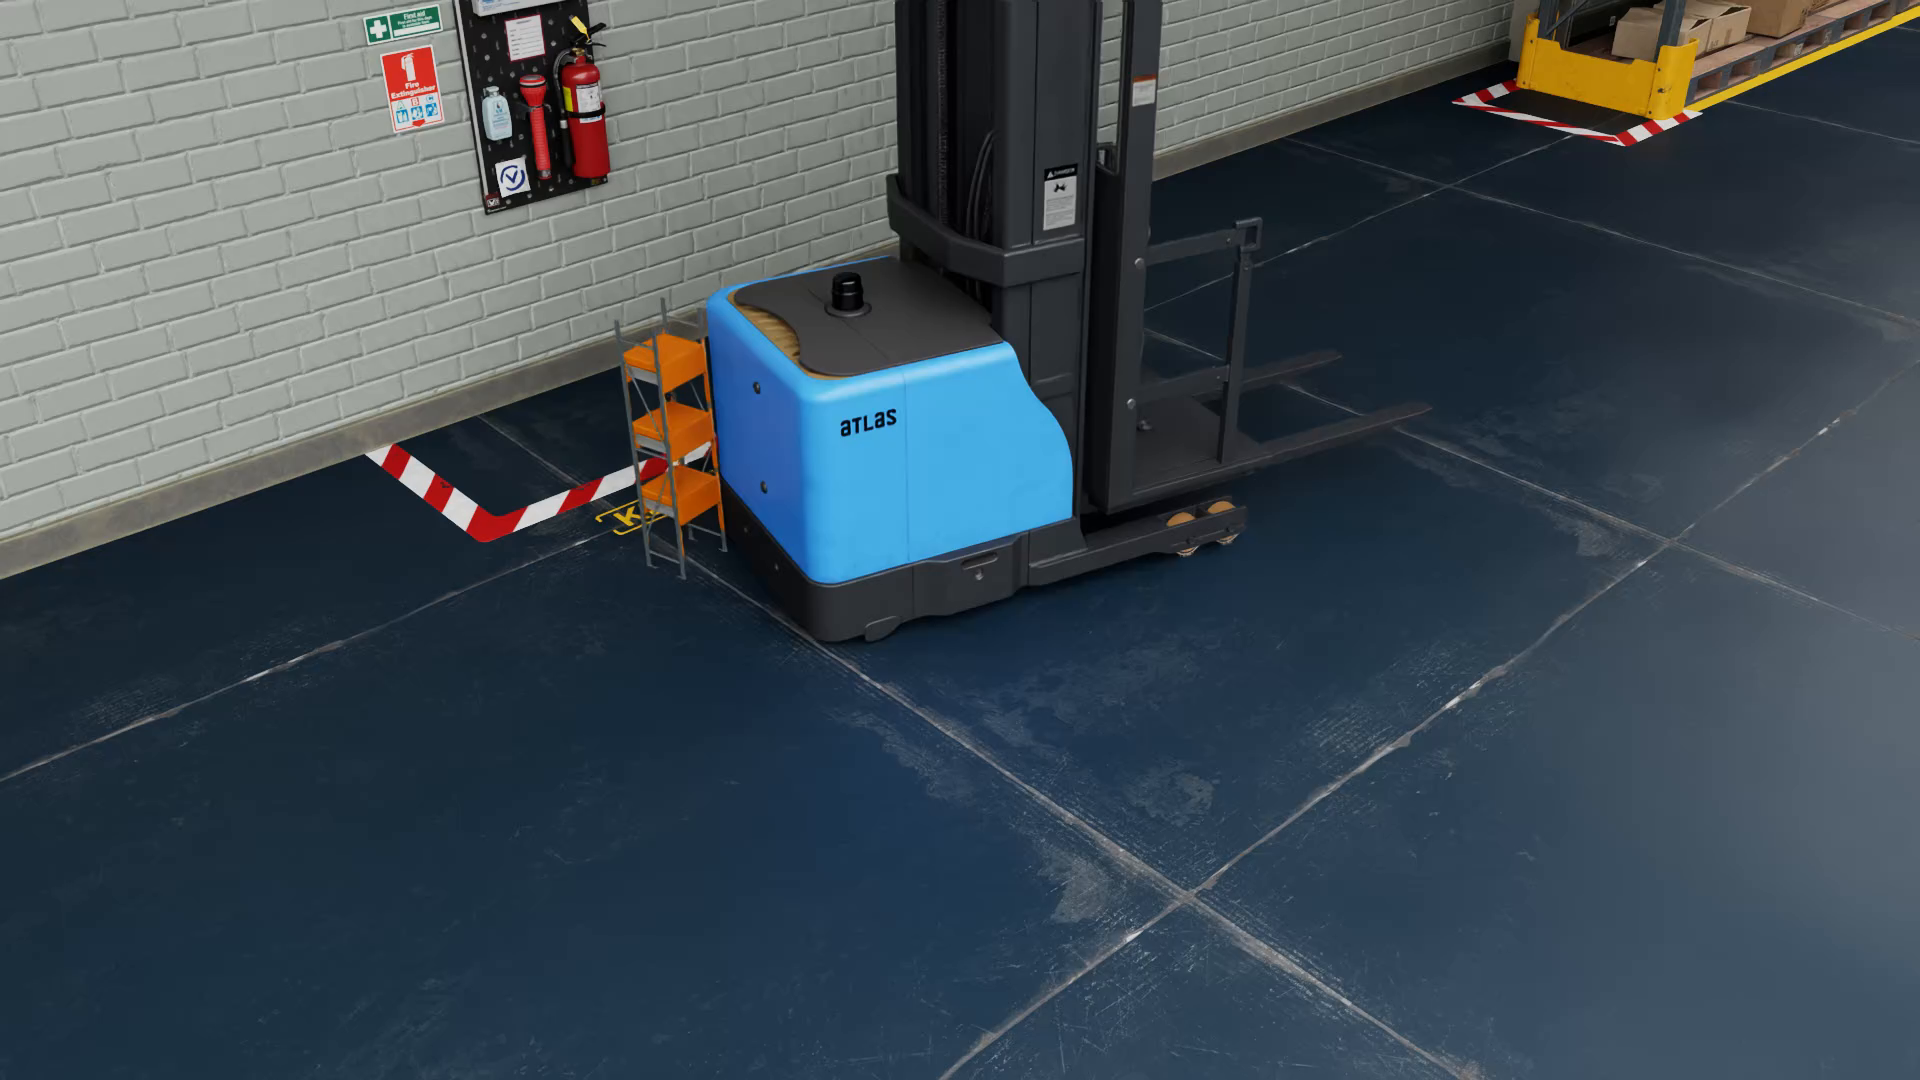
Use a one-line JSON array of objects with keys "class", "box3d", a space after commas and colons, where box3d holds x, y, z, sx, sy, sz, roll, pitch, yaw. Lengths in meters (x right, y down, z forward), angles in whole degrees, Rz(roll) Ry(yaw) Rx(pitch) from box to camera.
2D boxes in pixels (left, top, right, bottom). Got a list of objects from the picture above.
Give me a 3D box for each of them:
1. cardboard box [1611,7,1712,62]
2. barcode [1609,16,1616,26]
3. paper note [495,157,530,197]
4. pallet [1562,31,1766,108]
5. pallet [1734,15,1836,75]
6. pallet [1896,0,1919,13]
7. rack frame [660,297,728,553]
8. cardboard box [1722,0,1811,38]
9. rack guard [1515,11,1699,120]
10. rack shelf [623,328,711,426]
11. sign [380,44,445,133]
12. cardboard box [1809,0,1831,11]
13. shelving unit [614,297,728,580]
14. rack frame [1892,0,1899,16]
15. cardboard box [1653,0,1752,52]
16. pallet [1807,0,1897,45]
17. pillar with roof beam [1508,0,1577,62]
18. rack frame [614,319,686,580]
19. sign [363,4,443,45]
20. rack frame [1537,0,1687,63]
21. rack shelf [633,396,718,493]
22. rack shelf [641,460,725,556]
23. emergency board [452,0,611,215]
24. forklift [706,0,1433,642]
[{"class": "cardboard box", "box3d": [5.086, -3.676, 12.042, 0.500, 0.311, 0.500, 24, 39, 34]}, {"class": "barcode", "box3d": [4.827, -3.840, 12.301, 0.075, 0.075, 0.001, -26, 40, -35]}, {"class": "paper note", "box3d": [-1.972, -1.602, 7.338, 0.142, 0.148, 0.016, -26, 40, -35]}, {"class": "pallet", "box3d": [5.193, -3.537, 12.331, 1.213, 0.211, 1.003, -26, 40, -35]}, {"class": "pallet", "box3d": [6.087, -3.967, 13.036, 1.213, 0.211, 1.003, -26, 40, -35]}, {"class": "pallet", "box3d": [8.020, -4.931, 14.611, 1.213, 0.211, 1.003, -26, 40, -35]}, {"class": "rack frame", "box3d": [-1.026, -0.428, 6.439, 0.200, 1.050, 0.008, 18, 36, 29]}, {"class": "cardboard box", "box3d": [6.076, -4.200, 12.718, 0.700, 0.500, 0.500, 26, 40, 36]}, {"class": "rack guard", "box3d": [4.573, -3.385, 11.807, 0.348, 0.500, 1.175, -26, 40, -35]}, {"class": "rack shelf", "box3d": [-1.100, -0.611, 6.213, 0.215, 0.259, 0.240, 18, 36, 29]}, {"class": "sign", "box3d": [-2.271, -1.872, 6.902, 0.234, 0.329, 0.001, -26, 40, -35]}, {"class": "cardboard box", "box3d": [6.716, -4.581, 13.341, 0.500, 0.500, 0.500, 26, 40, 35]}, {"class": "shelving unit", "box3d": [-1.095, -0.376, 6.353, 0.215, 1.050, 0.252, 18, 36, 29]}, {"class": "rack frame", "box3d": [7.450, -5.844, 13.431, 0.127, 3.000, 1.000, -26, 40, -35]}, {"class": "cardboard box", "box3d": [5.504, -3.879, 12.373, 0.500, 0.311, 0.500, -22, 38, -32]}, {"class": "pallet", "box3d": [6.982, -4.402, 13.747, 1.213, 0.211, 1.003, -26, 40, -35]}, {"class": "pillar with roof beam", "box3d": [7.369, -5.917, 7.800, 0.400, 9.000, 9.100, -26, 40, -35]}, {"class": "rack frame", "box3d": [-1.163, -0.323, 6.267, 0.200, 1.050, 0.008, 18, 36, 29]}, {"class": "sign", "box3d": [-2.262, -2.097, 6.761, 0.331, 0.109, 0.001, -26, 40, -35]}, {"class": "rack frame", "box3d": [4.517, -4.425, 11.111, 0.127, 3.000, 1.000, -26, 40, -35]}, {"class": "rack shelf", "box3d": [-1.094, -0.367, 6.358, 0.215, 0.259, 0.240, 18, 36, 29]}, {"class": "rack shelf", "box3d": [-1.089, -0.128, 6.500, 0.215, 0.259, 0.240, 18, 36, 29]}, {"class": "emergency board", "box3d": [-1.795, -2.014, 7.168, 0.643, 1.169, 0.194, -26, 40, -35]}, {"class": "forklift", "box3d": [0.579, -1.417, 6.258, 3.031, 2.935, 1.130, -16, 35, -24]}]
